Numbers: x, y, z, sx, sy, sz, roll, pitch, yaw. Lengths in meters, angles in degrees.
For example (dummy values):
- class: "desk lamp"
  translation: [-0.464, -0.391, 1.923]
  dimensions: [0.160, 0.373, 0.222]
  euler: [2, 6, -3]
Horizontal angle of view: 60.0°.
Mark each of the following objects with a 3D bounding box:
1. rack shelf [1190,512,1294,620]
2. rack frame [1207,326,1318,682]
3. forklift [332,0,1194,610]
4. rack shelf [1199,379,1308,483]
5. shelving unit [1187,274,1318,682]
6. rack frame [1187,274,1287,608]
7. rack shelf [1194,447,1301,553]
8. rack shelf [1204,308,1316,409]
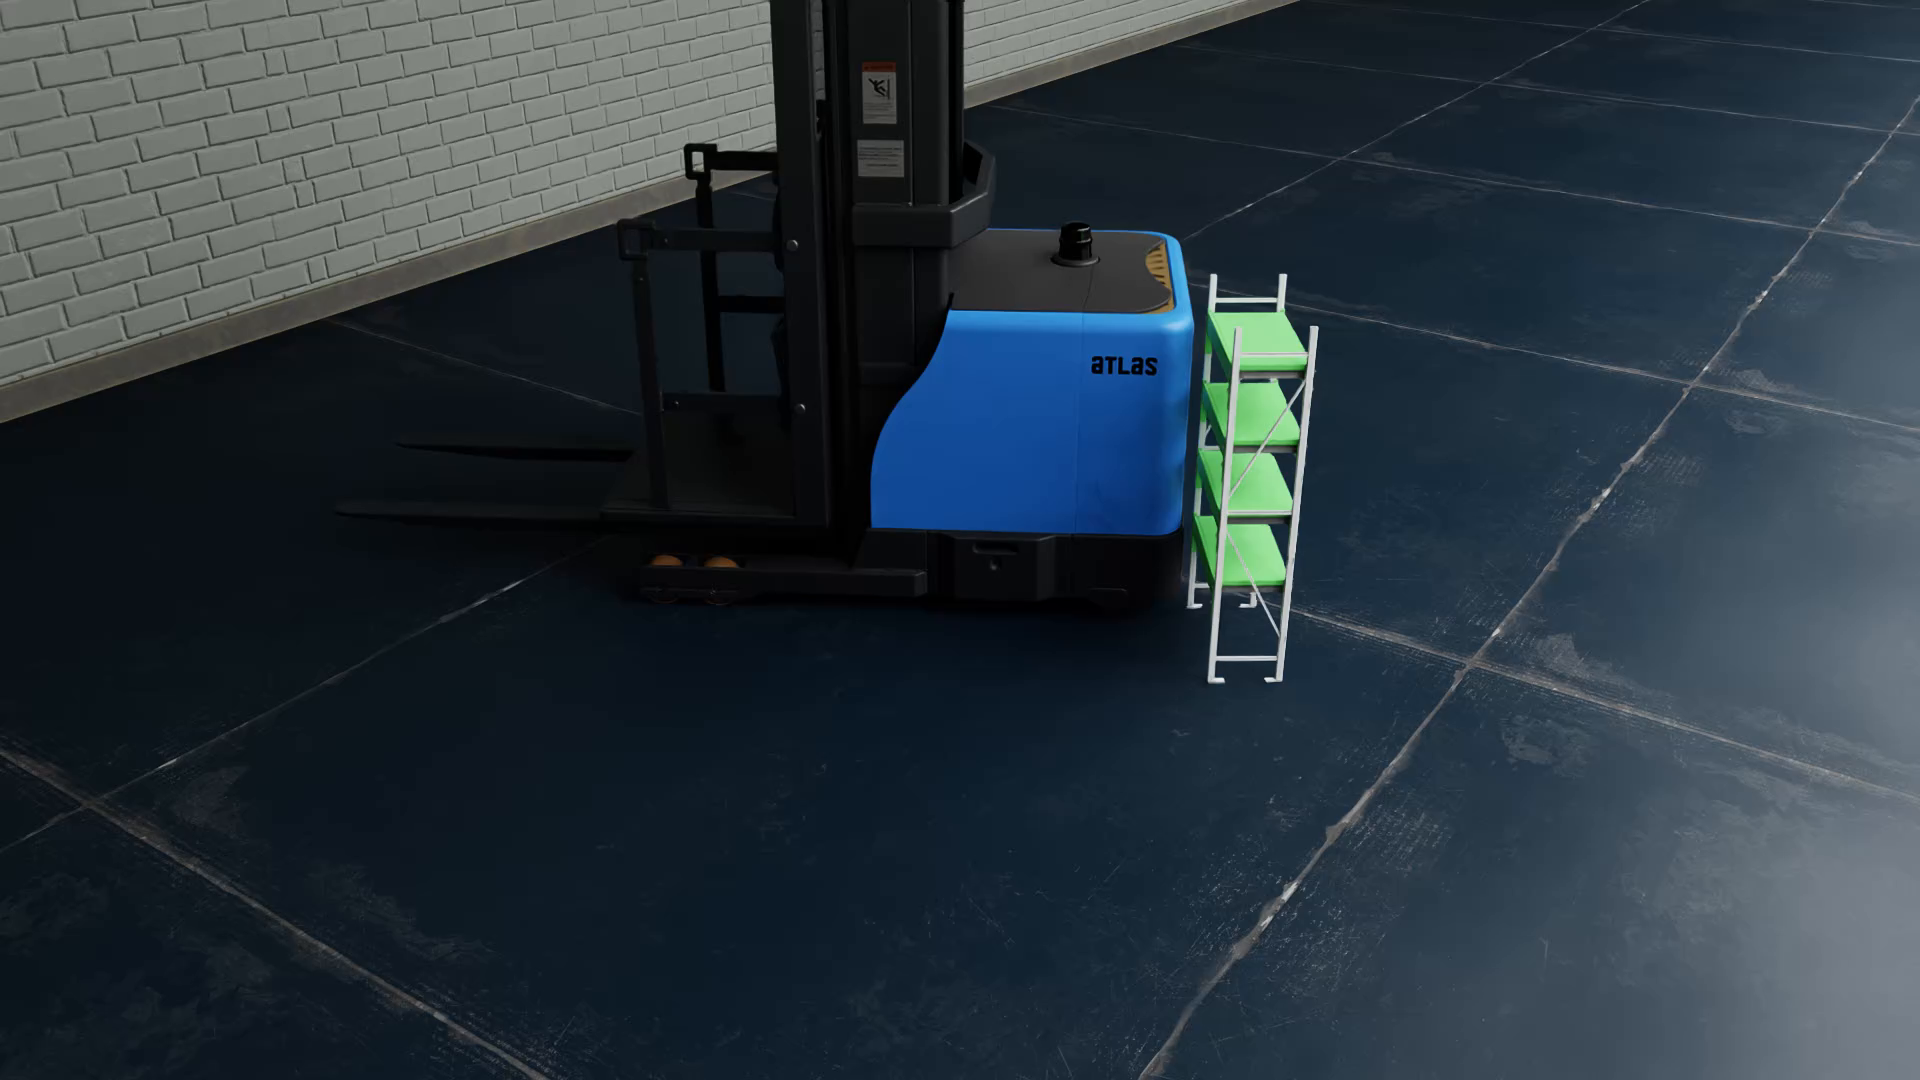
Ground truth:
- class: "rack shelf"
  translation: [0.914, 0.079, 5.443]
  dimensions: [0.258, 0.148, 0.480]
  euler: [0, 27, -1]
- class: "rack frame"
  translation: [0.916, -0.082, 5.087]
  dimensions: [0.240, 1.200, 0.015]
  euler: [0, 27, -1]
- class: "forklift"
  translation: [-0.720, -1.315, 5.602]
  dimensions: [3.031, 2.935, 1.130]
  euler: [2, 27, 3]
- class: "rack shelf"
  translation: [0.914, -0.349, 5.225]
  dimensions: [0.258, 0.148, 0.480]
  euler: [0, 27, -1]
- class: "shelving unit"
  translation: [0.914, -0.192, 5.305]
  dimensions: [0.258, 1.200, 0.503]
  euler: [0, 27, -1]
- class: "rack frame"
  translation: [0.911, -0.303, 5.522]
  dimensions: [0.240, 1.200, 0.015]
  euler: [0, 27, -1]
- class: "rack shelf"
  translation: [0.914, -0.135, 5.334]
  dimensions: [0.258, 0.148, 0.480]
  euler: [0, 27, -1]
- class: "rack shelf"
  translation: [0.914, -0.563, 5.116]
  dimensions: [0.258, 0.148, 0.480]
  euler: [0, 27, -1]
